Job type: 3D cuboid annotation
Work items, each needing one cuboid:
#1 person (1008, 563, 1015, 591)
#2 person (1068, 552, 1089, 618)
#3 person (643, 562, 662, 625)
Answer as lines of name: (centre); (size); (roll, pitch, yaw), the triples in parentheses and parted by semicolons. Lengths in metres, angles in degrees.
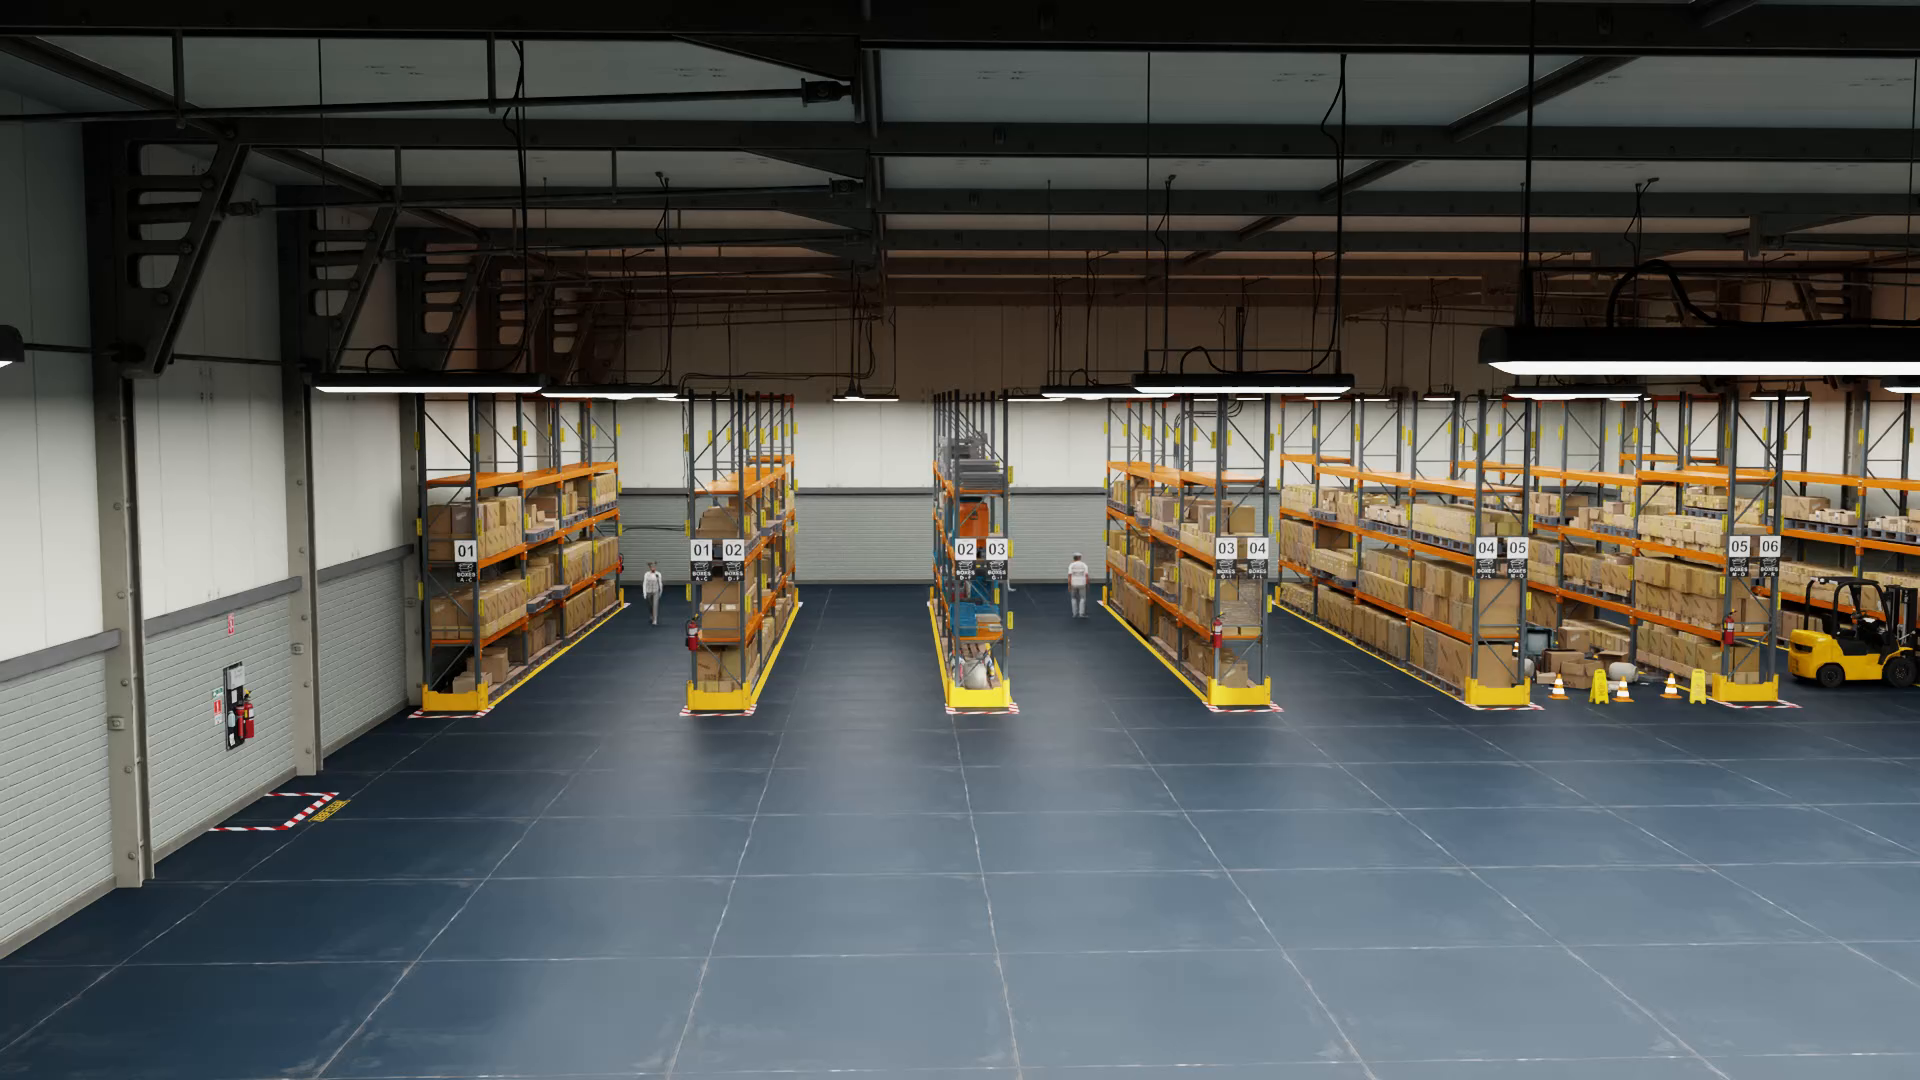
person: (1.312, 0.741, 50.932); (0.919, 1.636, 0.471); (2, 5, 27)
person: (3.176, 1.216, 44.555); (0.574, 1.761, 0.532); (0, 5, 3)
person: (-8.010, 1.356, 43.340); (0.477, 1.620, 1.049); (0, 5, -3)
